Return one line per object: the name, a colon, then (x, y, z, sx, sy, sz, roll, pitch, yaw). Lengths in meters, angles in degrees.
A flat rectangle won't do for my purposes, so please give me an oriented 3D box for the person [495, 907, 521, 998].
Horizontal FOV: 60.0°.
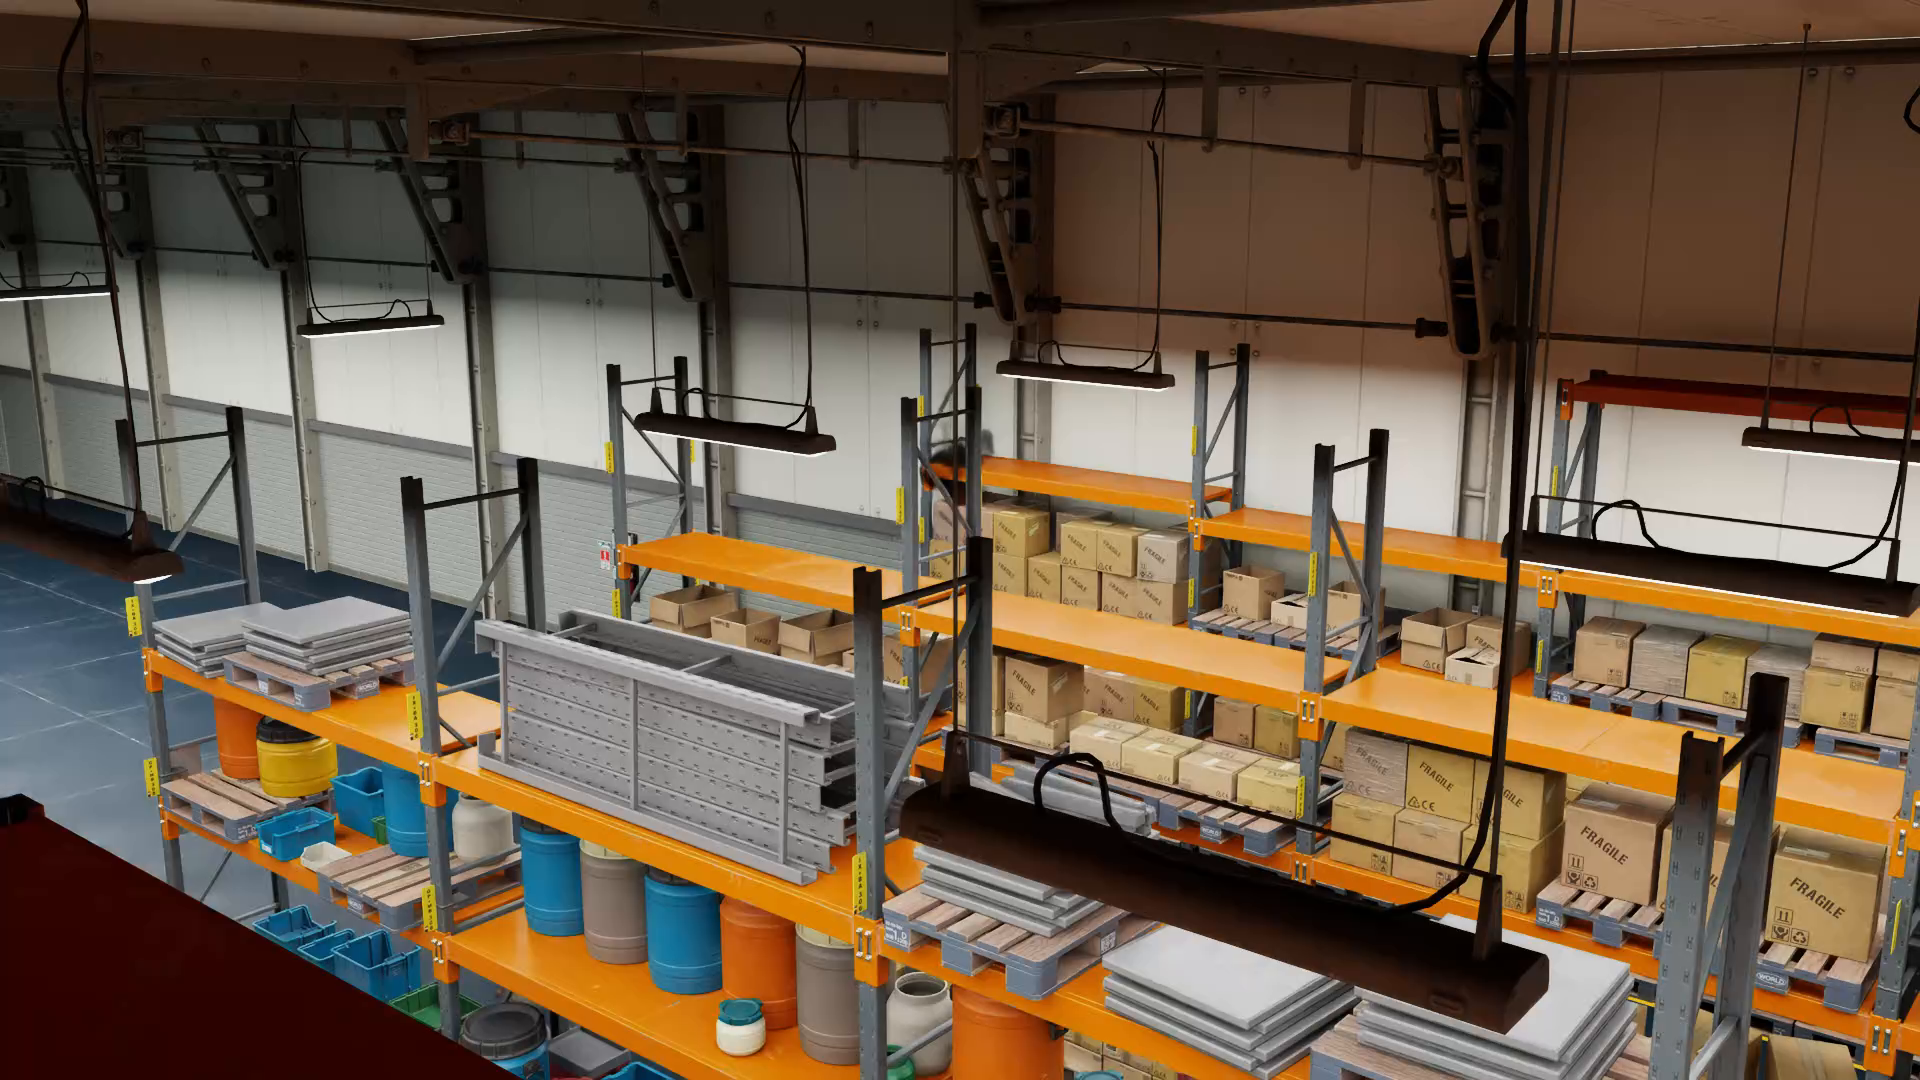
person: (-3.791, 4.041, 14.722, 0.622, 1.612, 0.550, 8, 15, 30)
